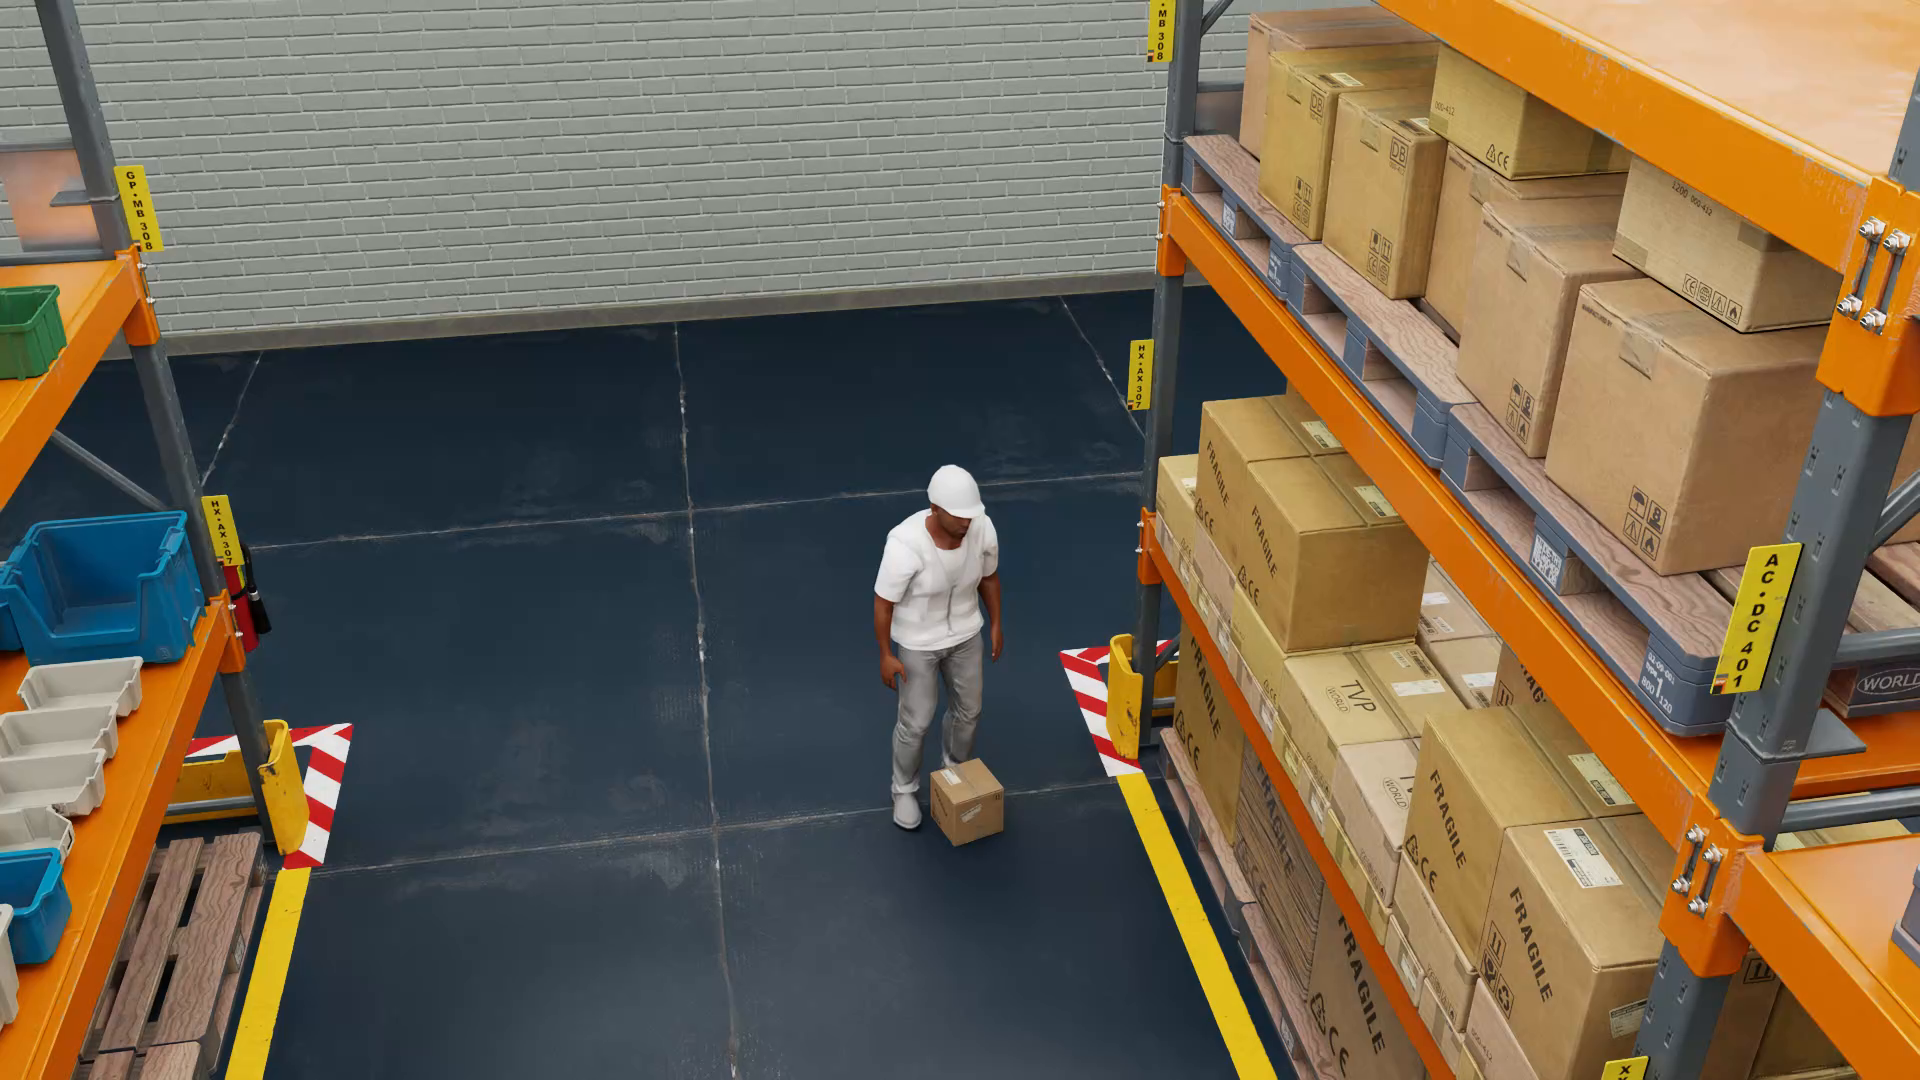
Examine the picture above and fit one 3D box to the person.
[{"bbox_3d":[-0.079,0.443,7.369,0.630,1.759,0.460,-15,34,-24],"label":"person"}]
